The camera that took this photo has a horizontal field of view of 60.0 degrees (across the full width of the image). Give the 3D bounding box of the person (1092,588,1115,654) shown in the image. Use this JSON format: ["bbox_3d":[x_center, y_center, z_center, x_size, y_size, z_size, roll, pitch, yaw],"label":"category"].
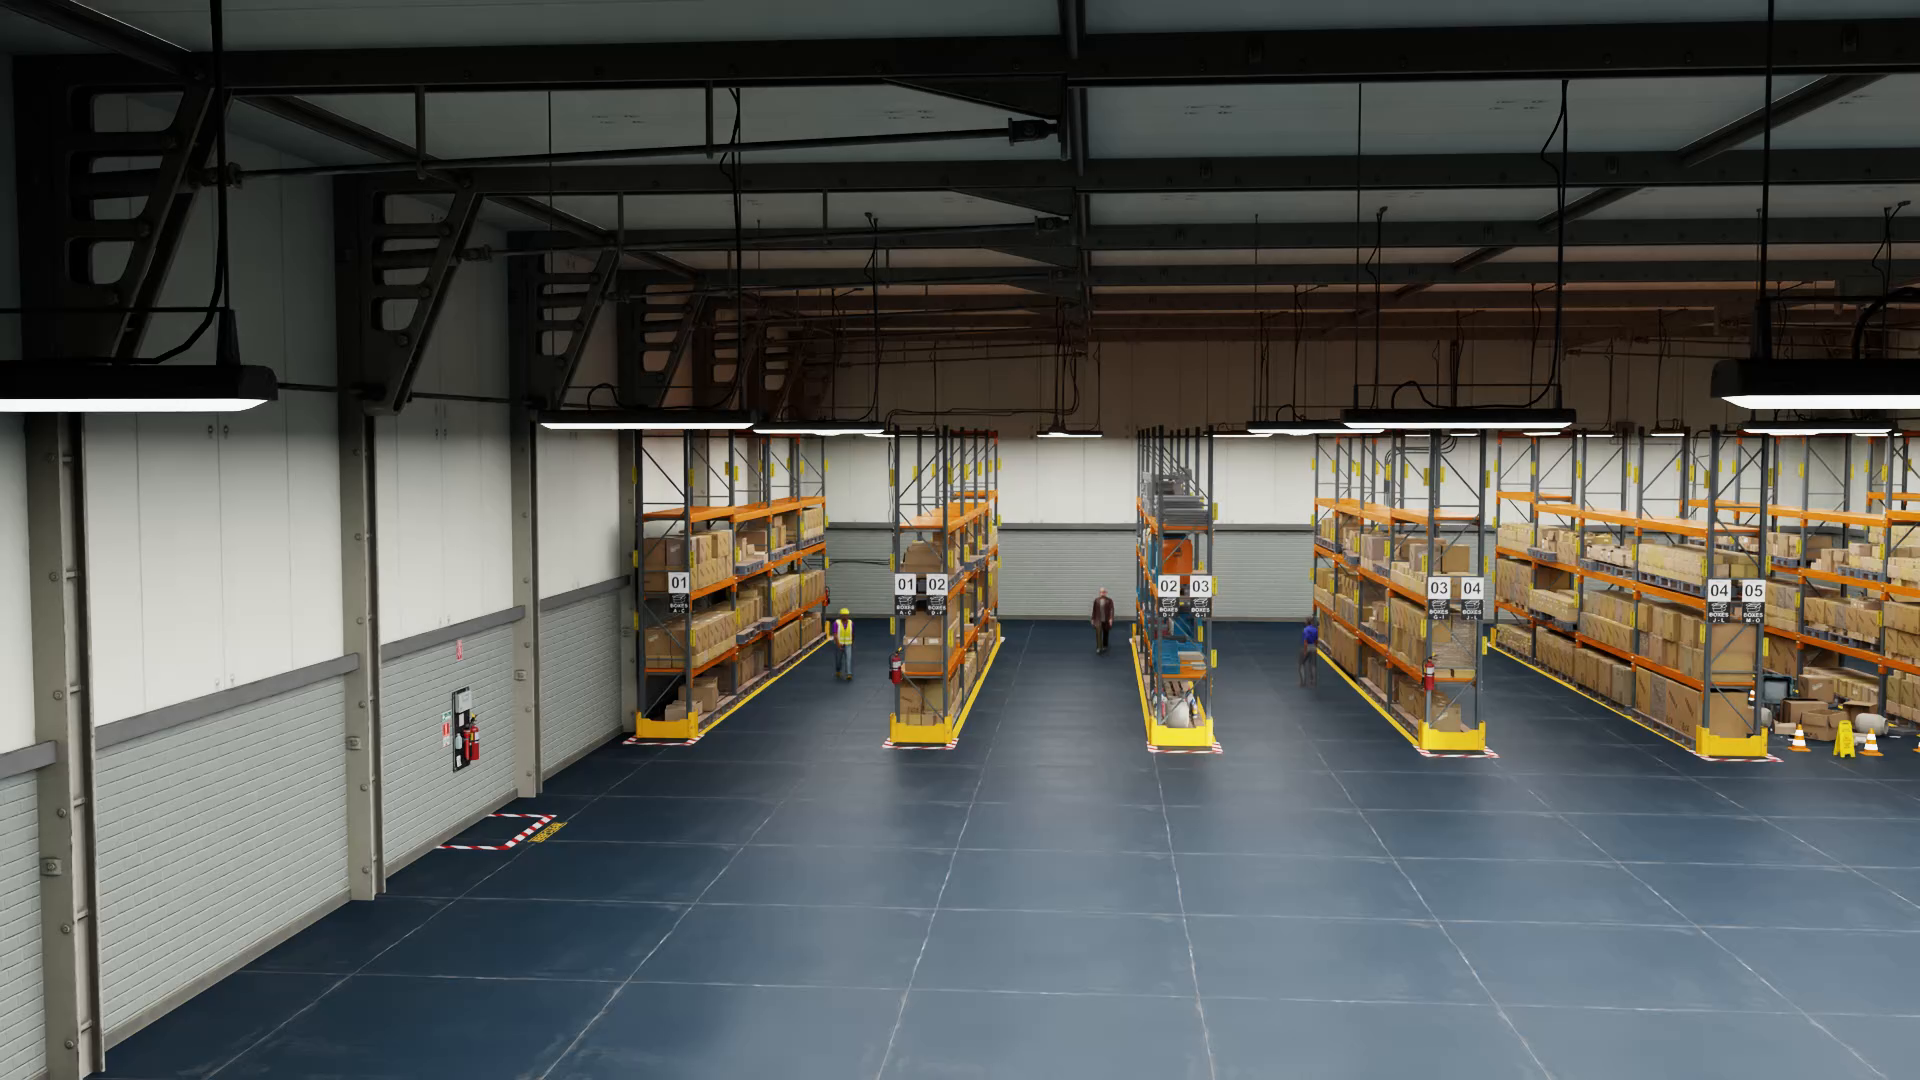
[{"bbox_3d":[3.832,2.153,44.600,0.622,1.717,1.103,0,3,6],"label":"person"}]

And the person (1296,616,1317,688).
[{"bbox_3d":[8.079,2.616,38.396,0.458,1.697,0.553,-1,4,-12],"label":"person"}]

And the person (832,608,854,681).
[{"bbox_3d":[-2.764,2.484,39.681,0.546,1.690,1.105,-1,4,-13],"label":"person"}]
